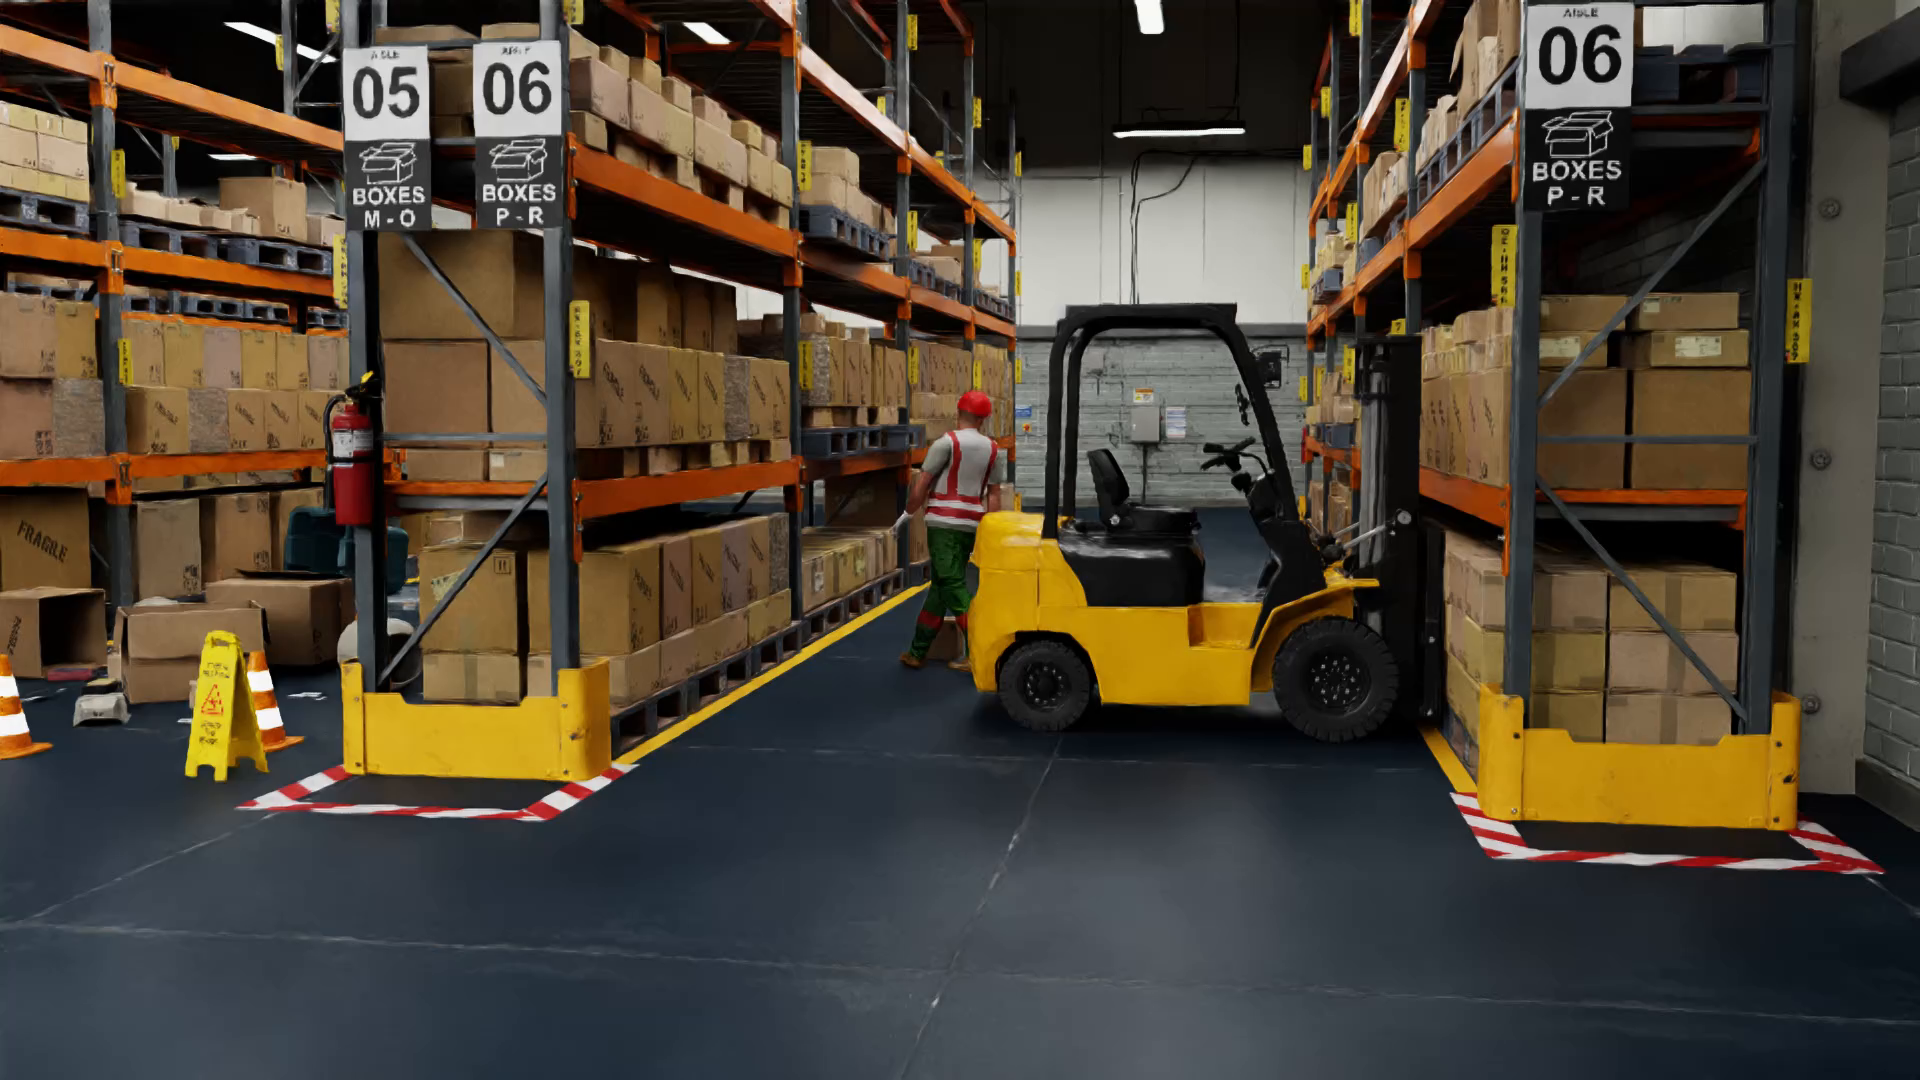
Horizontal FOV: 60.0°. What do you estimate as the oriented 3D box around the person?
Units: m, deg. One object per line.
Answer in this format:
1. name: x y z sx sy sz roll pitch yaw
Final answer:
1. person: -0.068 -0.066 10.440 0.720 1.744 0.595 4 6 40
